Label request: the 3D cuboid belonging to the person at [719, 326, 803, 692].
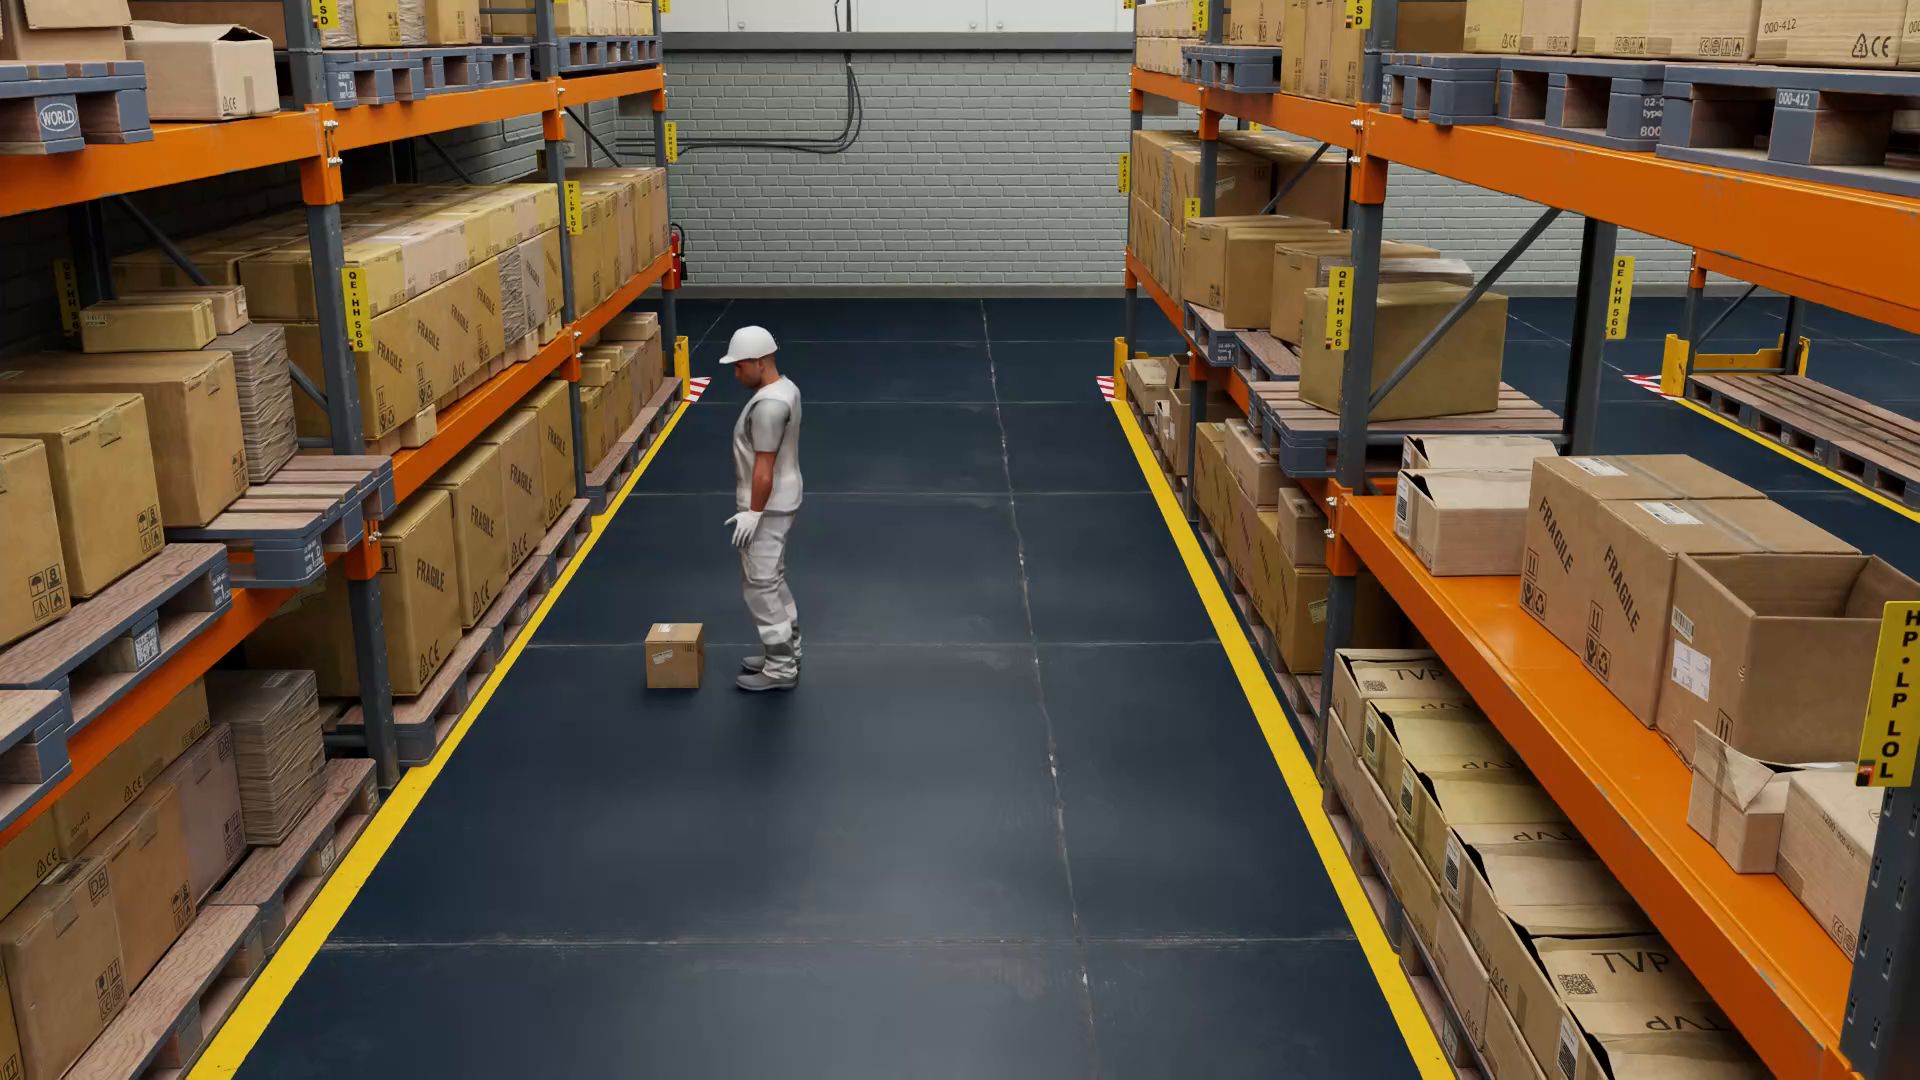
[{"bbox_3d":[-0.943,-0.150,8.018,0.371,1.773,0.530,0,17,0],"label":"person"}]
